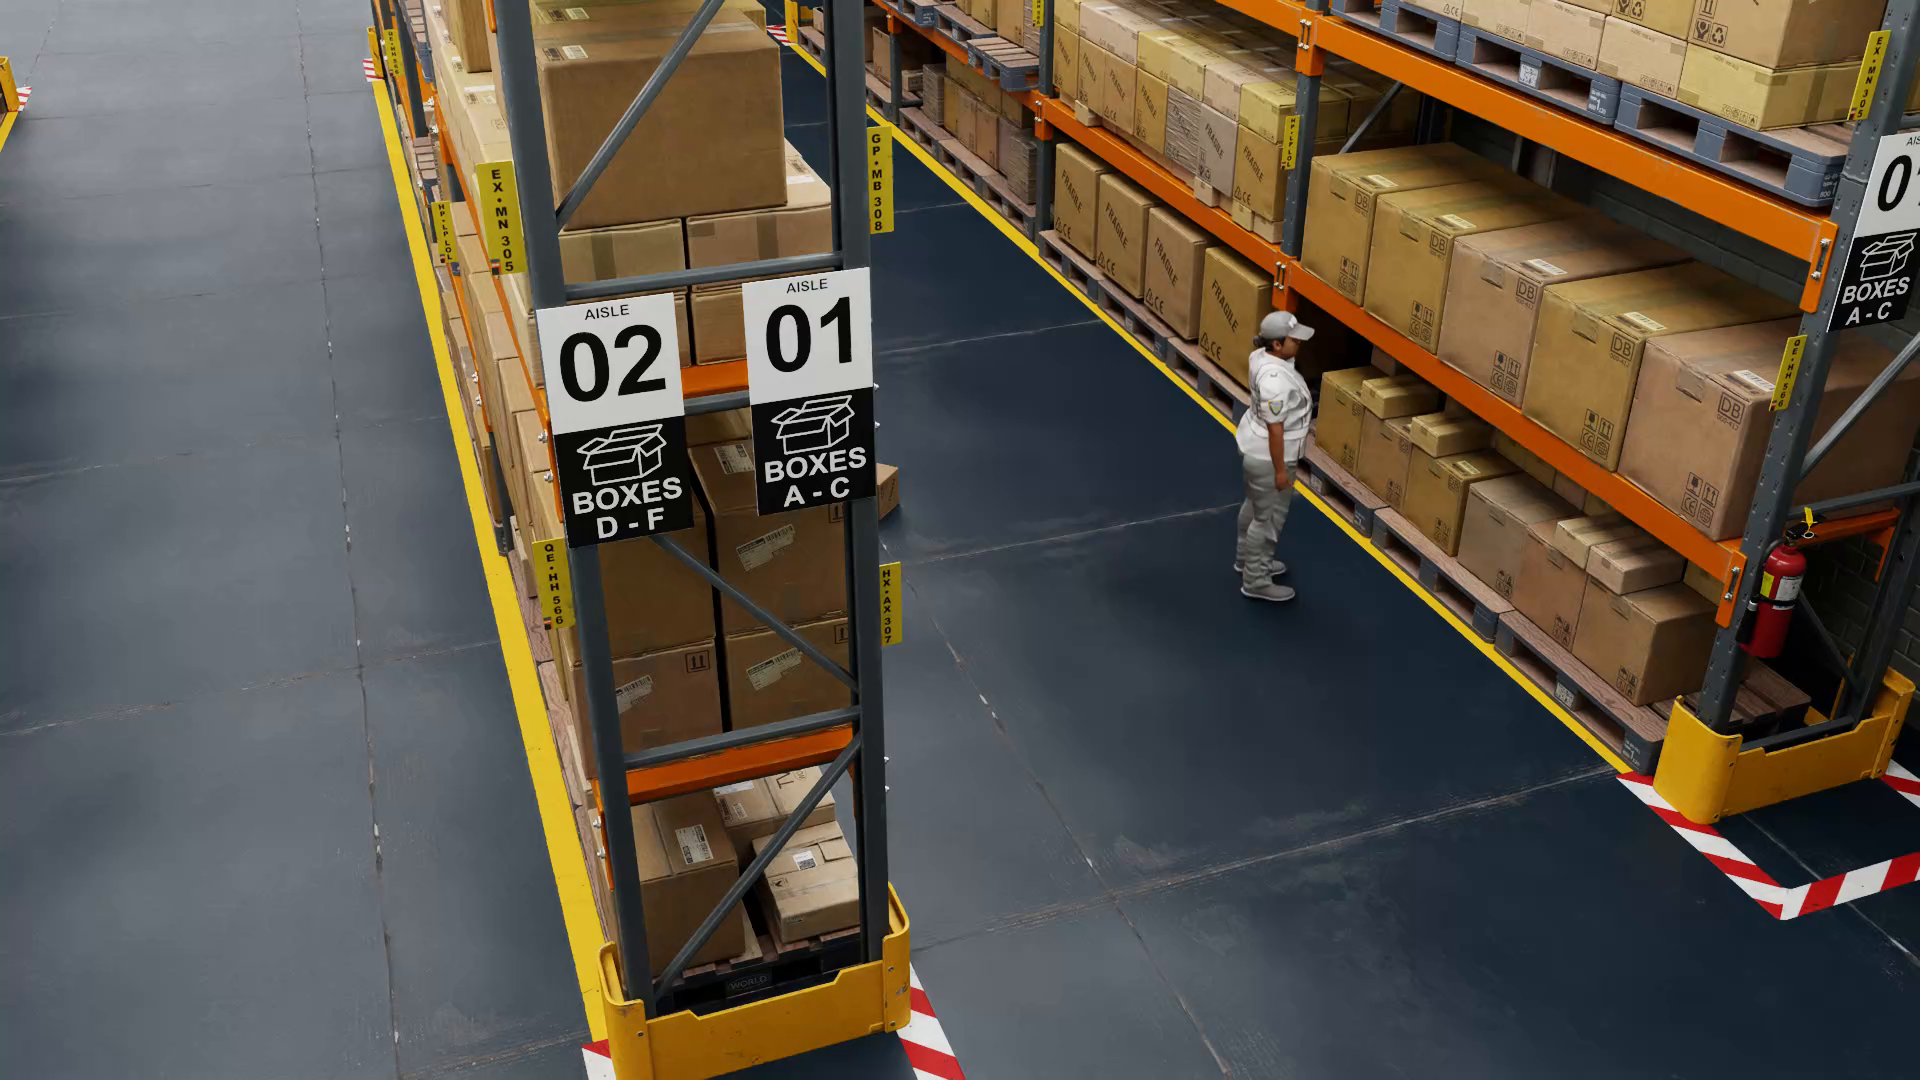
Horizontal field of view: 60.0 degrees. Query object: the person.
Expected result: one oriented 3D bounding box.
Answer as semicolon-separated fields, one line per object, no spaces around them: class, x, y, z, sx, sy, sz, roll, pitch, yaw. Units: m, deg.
person;1.711;-0.471;9.136;0.383;1.673;0.474;-1;30;-1
